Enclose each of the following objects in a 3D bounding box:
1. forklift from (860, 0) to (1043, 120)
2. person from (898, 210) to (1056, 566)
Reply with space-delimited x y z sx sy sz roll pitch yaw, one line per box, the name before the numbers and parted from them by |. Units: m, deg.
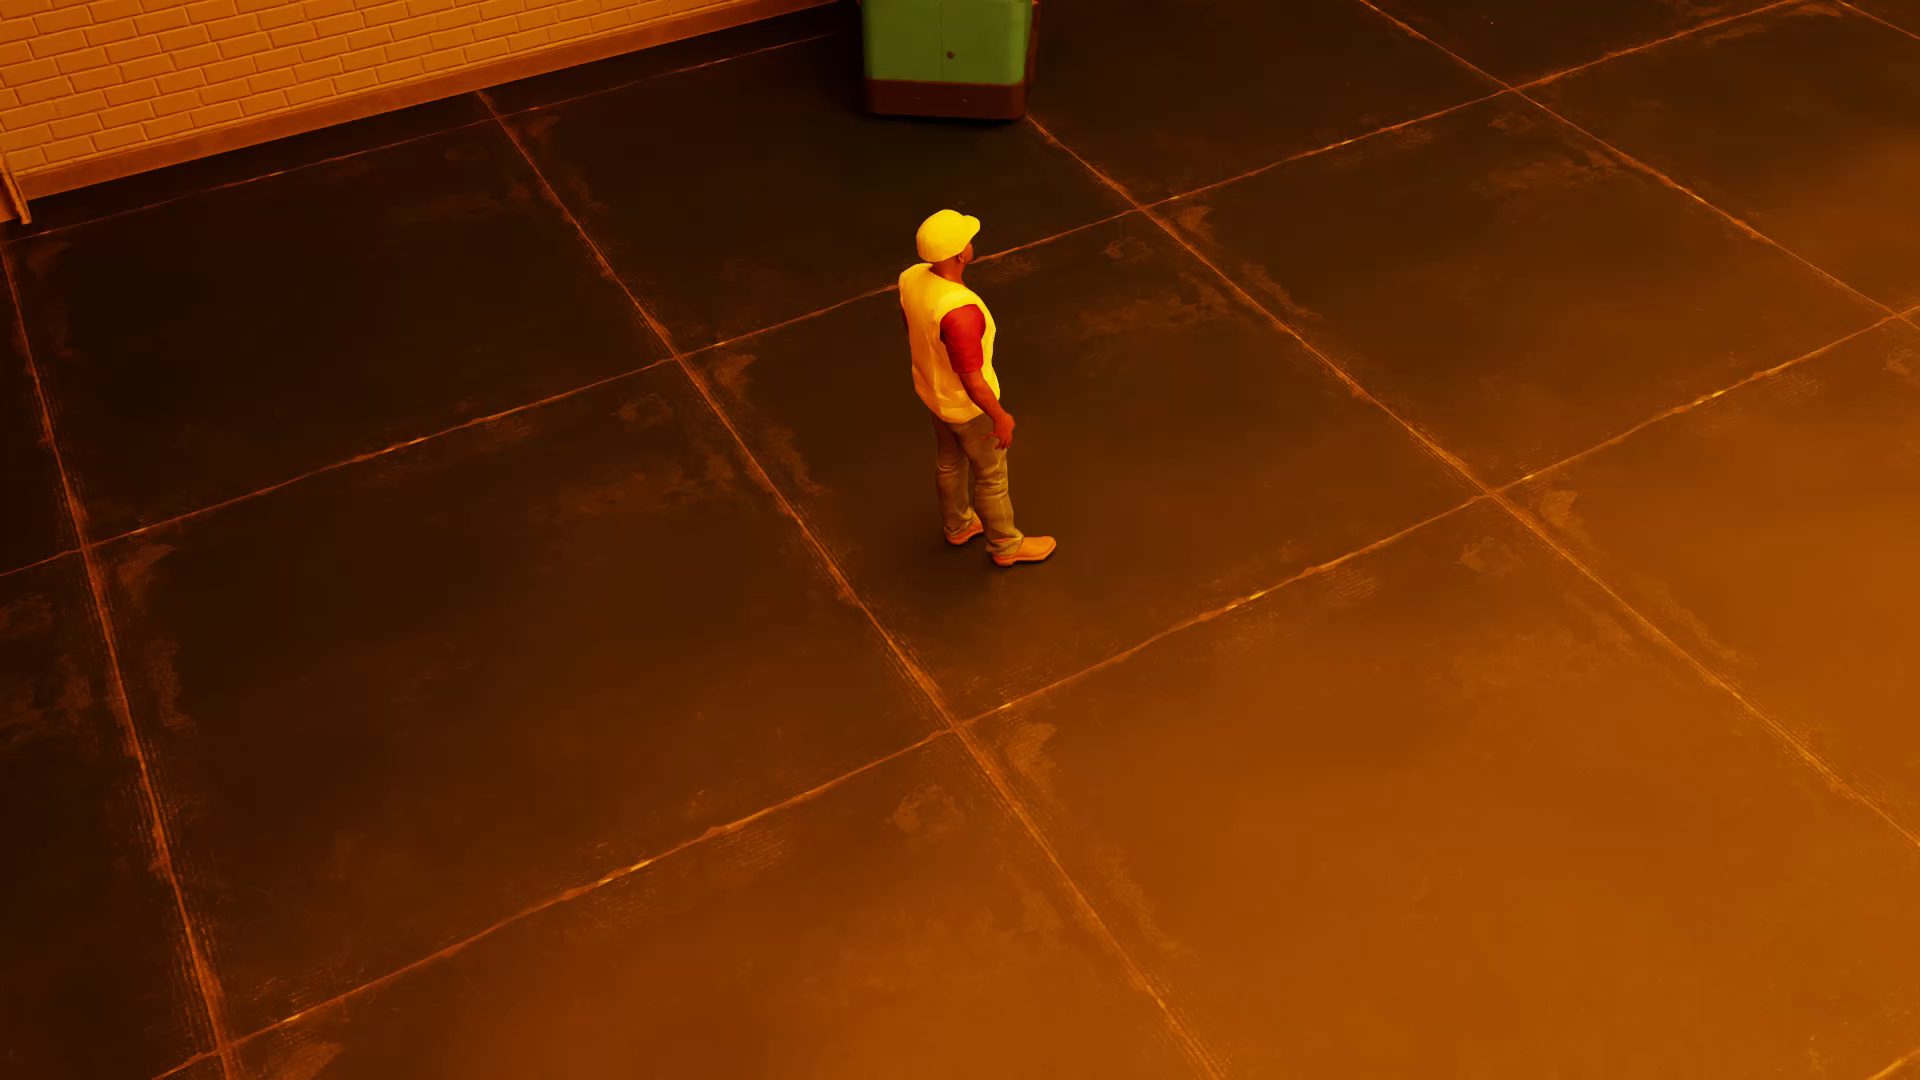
forklift | 0.018 -4.762 10.833 1.130 2.935 3.031 3 43 4
person | 0.063 -0.673 7.269 0.577 1.765 0.665 -21 47 -21
